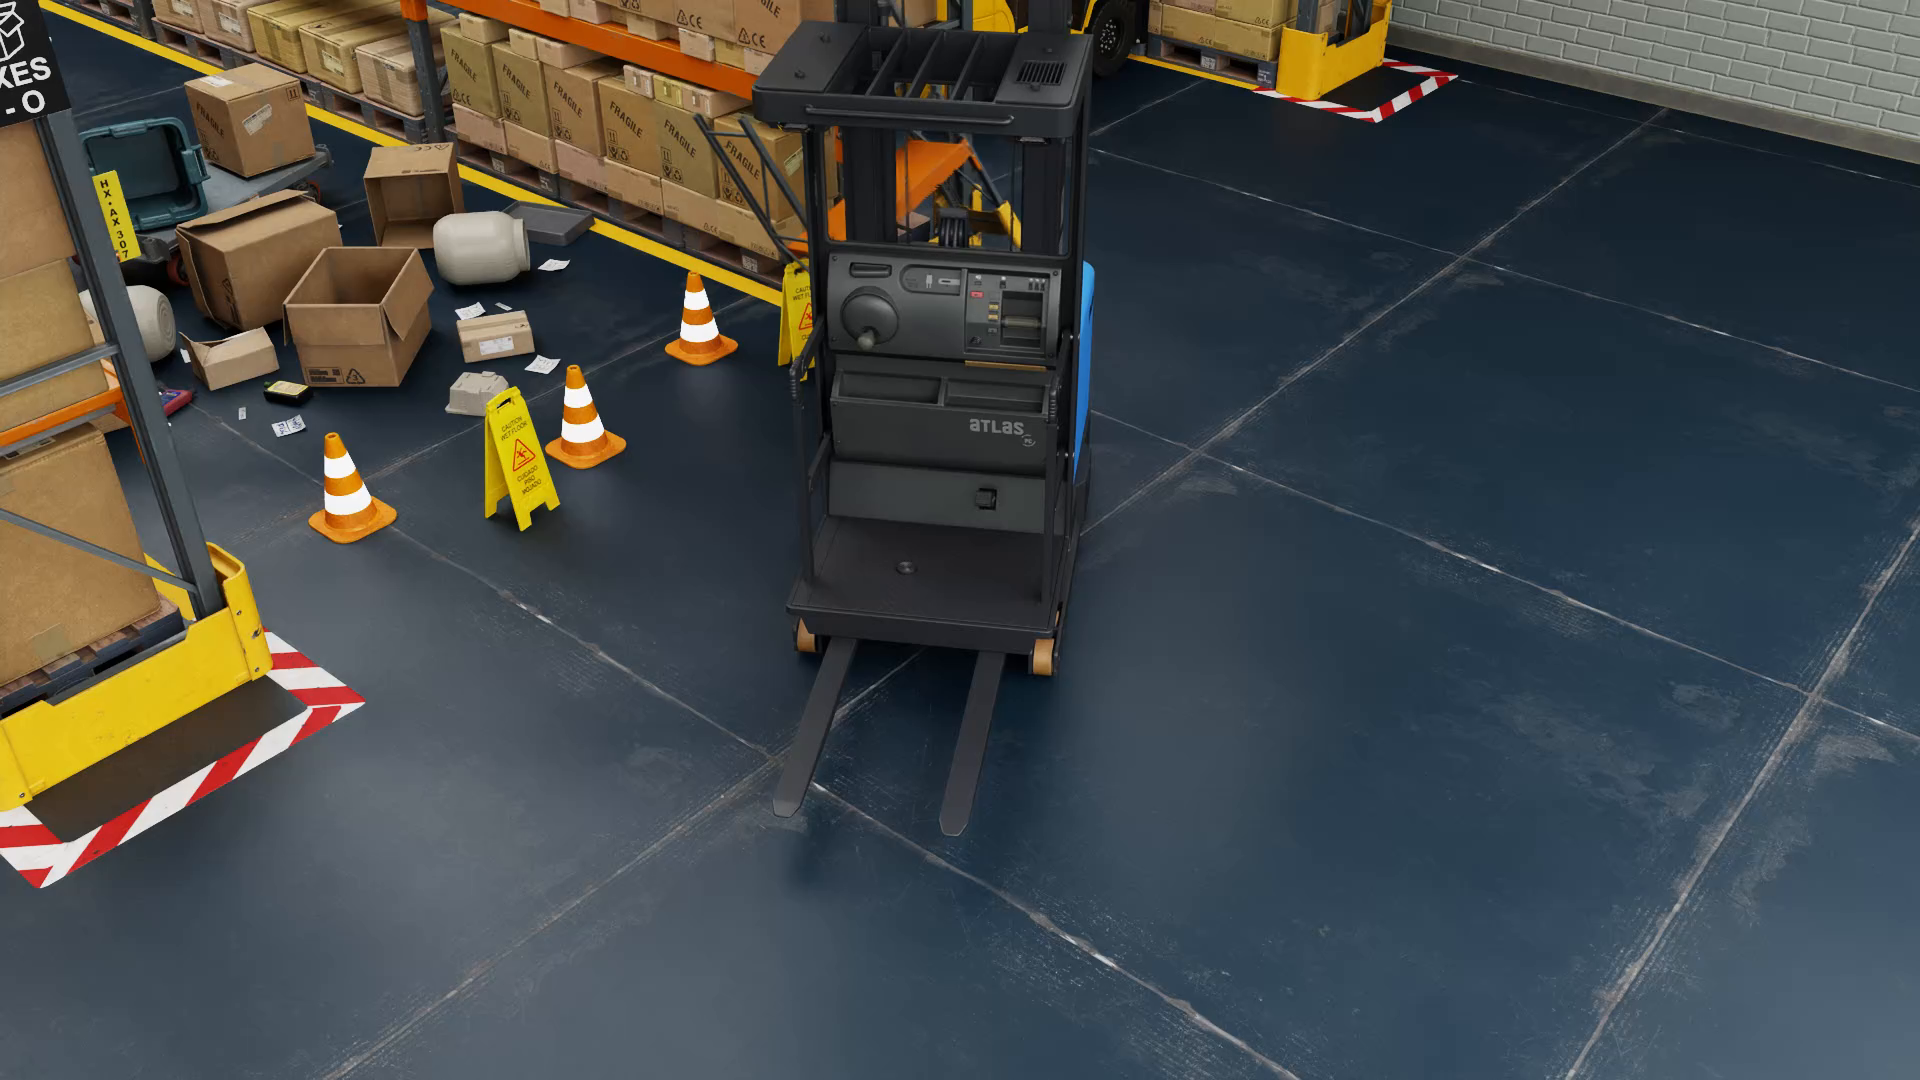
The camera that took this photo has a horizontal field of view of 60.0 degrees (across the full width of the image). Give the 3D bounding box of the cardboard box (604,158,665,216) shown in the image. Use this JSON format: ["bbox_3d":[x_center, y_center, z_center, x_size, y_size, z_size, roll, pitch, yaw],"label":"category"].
[{"bbox_3d":[-1.882,-2.307,10.518,0.500,0.250,0.500,24,41,30],"label":"cardboard box"}]

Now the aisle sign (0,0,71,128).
[{"bbox_3d":[-3.133,-1.700,5.279,0.004,0.787,0.394,25,42,32],"label":"aisle sign"}]

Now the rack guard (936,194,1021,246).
[{"bbox_3d":[0.115,-1.766,9.144,0.087,0.250,0.587,-45,35,-18],"label":"rack guard"}]

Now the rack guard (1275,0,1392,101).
[{"bbox_3d":[2.901,-3.835,12.893,0.348,0.500,1.175,25,42,32],"label":"rack guard"}]

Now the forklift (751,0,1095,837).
[{"bbox_3d":[-0.097,-0.860,6.413,1.130,2.935,3.031,5,35,7],"label":"forklift"}]

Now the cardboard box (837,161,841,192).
[{"bbox_3d":[-0.752,-2.483,10.112,0.500,0.500,0.500,24,41,30],"label":"cardboard box"}]

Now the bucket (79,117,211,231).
[{"bbox_3d":[-4.874,-2.203,9.857,0.726,0.611,0.620,-18,28,-25],"label":"bucket"}]

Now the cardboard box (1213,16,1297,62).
[{"bbox_3d":[2.319,-3.947,12.905,0.500,0.250,0.500,26,42,32],"label":"cardboard box"}]

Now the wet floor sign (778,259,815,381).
[{"bbox_3d":[-0.829,-1.209,8.940,0.267,0.644,0.232,-18,38,-25],"label":"wet floor sign"}]

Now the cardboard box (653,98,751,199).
[{"bbox_3d":[-1.476,-2.427,10.029,0.500,0.500,0.500,27,43,33],"label":"cardboard box"}]

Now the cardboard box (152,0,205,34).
[{"bbox_3d":[-6.011,-4.492,13.592,0.625,0.372,0.950,22,40,29],"label":"cardboard box"}]

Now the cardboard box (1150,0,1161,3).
[{"bbox_3d":[1.520,-4.525,13.305,0.500,0.250,0.500,24,41,31],"label":"cardboard box"}]

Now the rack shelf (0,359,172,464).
[{"bbox_3d":[-4.917,-0.951,7.121,4.000,0.370,1.077,25,42,32],"label":"rack shelf"}]

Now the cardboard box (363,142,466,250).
[{"bbox_3d":[-3.412,-2.153,10.441,0.500,0.500,0.500,-6,35,-8],"label":"cardboard box"}]

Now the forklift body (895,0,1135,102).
[{"bbox_3d":[0.258,-4.418,12.283,1.214,2.155,2.313,25,42,32],"label":"forklift body"}]

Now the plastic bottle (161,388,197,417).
[{"bbox_3d":[-4.160,-0.728,8.756,0.133,0.061,0.283,12,36,16],"label":"plastic bottle"}]

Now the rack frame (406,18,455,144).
[{"bbox_3d":[-3.364,-4.162,11.161,0.127,3.000,1.000,25,42,32],"label":"rack frame"}]

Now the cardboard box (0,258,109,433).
[{"bbox_3d":[-3.694,-0.700,5.987,0.550,0.550,0.875,25,42,32],"label":"cardboard box"}]

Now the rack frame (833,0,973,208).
[{"bbox_3d":[-0.290,-2.714,9.052,0.127,3.000,1.000,25,42,32],"label":"rack frame"}]

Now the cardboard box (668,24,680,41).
[{"bbox_3d":[-1.488,-3.032,9.737,0.250,0.149,0.380,26,42,32],"label":"cardboard box"}]

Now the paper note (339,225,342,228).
[{"bbox_3d":[-4.049,-2.004,10.642,0.142,0.019,0.148,25,42,32],"label":"paper note"}]

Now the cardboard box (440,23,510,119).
[{"bbox_3d":[-3.084,-3.180,11.126,0.500,0.500,0.500,27,43,34],"label":"cardboard box"}]

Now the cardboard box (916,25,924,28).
[{"bbox_3d":[-0.419,-2.823,9.433,0.250,0.149,0.380,25,42,32],"label":"cardboard box"}]

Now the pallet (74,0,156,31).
[{"bbox_3d":[-6.996,-4.780,14.524,1.213,0.211,1.003,25,42,32],"label":"pallet"}]

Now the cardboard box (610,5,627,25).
[{"bbox_3d":[-1.877,-3.215,10.003,0.250,0.149,0.380,25,42,32],"label":"cardboard box"}]

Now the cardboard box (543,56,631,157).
[{"bbox_3d":[-2.267,-2.803,10.577,0.500,0.500,0.500,28,43,34],"label":"cardboard box"}]

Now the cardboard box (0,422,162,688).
[{"bbox_3d":[-3.943,-0.038,6.661,0.875,0.875,0.875,26,42,32],"label":"cardboard box"}]

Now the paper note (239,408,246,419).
[{"bbox_3d":[-3.758,-0.663,8.706,0.032,0.001,0.123,-12,36,-17],"label":"paper note"}]

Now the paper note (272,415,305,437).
[{"bbox_3d":[-3.467,-0.590,8.584,0.144,0.017,0.142,-18,38,-25],"label":"paper note"}]

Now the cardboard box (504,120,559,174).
[{"bbox_3d":[-2.666,-2.682,11.064,0.500,0.250,0.500,28,43,34],"label":"cardboard box"}]

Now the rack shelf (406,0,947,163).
[{"bbox_3d":[-1.827,-3.141,10.310,4.000,0.370,1.077,25,42,32],"label":"rack shelf"}]

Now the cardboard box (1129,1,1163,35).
[{"bbox_3d":[1.565,-4.316,13.443,0.500,0.250,0.500,26,42,32],"label":"cardboard box"}]

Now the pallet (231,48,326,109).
[{"bbox_3d":[-4.906,-3.736,13.004,1.213,0.211,1.003,25,42,32],"label":"pallet"}]

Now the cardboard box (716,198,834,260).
[{"bbox_3d":[-1.102,-1.938,9.980,0.500,0.250,0.500,25,42,32],"label":"cardboard box"}]

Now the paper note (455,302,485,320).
[{"bbox_3d":[-2.847,-1.334,9.676,0.148,0.019,0.142,-18,38,-25],"label":"paper note"}]

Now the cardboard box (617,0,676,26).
[{"bbox_3d":[-1.648,-3.320,9.584,0.500,0.500,0.500,25,42,32],"label":"cardboard box"}]

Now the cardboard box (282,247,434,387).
[{"bbox_3d":[-3.260,-1.219,9.081,0.637,0.503,0.797,0,34,0],"label":"cardboard box"}]

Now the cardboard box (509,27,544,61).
[{"bbox_3d":[-2.630,-3.191,10.569,0.250,0.149,0.380,27,43,33],"label":"cardboard box"}]

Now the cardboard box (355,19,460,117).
[{"bbox_3d":[-3.769,-3.441,12.061,0.625,0.372,0.950,26,42,32],"label":"cardboard box"}]

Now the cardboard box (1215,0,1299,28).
[{"bbox_3d":[2.309,-4.161,12.775,0.500,0.250,0.500,25,41,31],"label":"cardboard box"}]

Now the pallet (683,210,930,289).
[{"bbox_3d":[-0.950,-1.901,10.332,1.213,0.211,1.003,25,42,32],"label":"pallet"}]

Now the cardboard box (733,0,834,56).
[{"bbox_3d":[-0.884,-2.954,9.051,0.500,0.500,0.500,24,41,31],"label":"cardboard box"}]

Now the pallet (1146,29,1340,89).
[{"bbox_3d":[2.268,-3.984,13.364,1.213,0.211,1.003,25,42,32],"label":"pallet"}]

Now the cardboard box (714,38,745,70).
[{"bbox_3d":[-1.164,-2.798,9.397,0.250,0.149,0.380,24,41,31],"label":"cardboard box"}]

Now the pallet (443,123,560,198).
[{"bbox_3d":[-2.826,-2.785,11.619,1.213,0.211,1.003,25,42,32],"label":"pallet"}]

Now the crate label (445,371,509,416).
[{"bbox_3d":[-2.539,-0.780,8.765,0.298,0.136,0.250,6,35,8],"label":"crate label"}]

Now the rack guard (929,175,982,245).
[{"bbox_3d":[-0.349,-1.711,9.799,0.348,0.500,1.175,25,42,32],"label":"rack guard"}]

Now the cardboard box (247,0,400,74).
[{"bbox_3d":[-4.859,-3.951,12.804,0.625,0.372,0.950,27,43,33],"label":"cardboard box"}]

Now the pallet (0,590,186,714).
[{"bbox_3d":[-4.044,0.371,7.024,1.213,0.211,1.003,25,42,32],"label":"pallet"}]

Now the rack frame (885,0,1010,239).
[{"bbox_3d":[-0.156,-2.218,8.807,0.032,1.500,0.500,-45,35,-18],"label":"rack frame"}]

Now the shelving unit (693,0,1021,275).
[{"bbox_3d":[-0.500,-1.868,8.644,1.083,1.500,0.587,-45,35,-18],"label":"shelving unit"}]

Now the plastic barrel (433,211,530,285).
[{"bbox_3d":[-2.846,-1.741,9.911,0.512,0.421,0.421,-6,35,-8],"label":"plastic barrel"}]

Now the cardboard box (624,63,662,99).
[{"bbox_3d":[-1.791,-2.799,9.998,0.250,0.149,0.380,27,43,34],"label":"cardboard box"}]

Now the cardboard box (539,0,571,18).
[{"bbox_3d":[-2.350,-3.338,10.183,0.250,0.149,0.380,25,42,32],"label":"cardboard box"}]

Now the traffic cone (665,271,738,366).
[{"bbox_3d":[-1.446,-1.262,9.179,0.334,0.463,0.336,25,42,32],"label":"traffic cone"}]

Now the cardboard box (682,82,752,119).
[{"bbox_3d":[-1.398,-2.610,9.724,0.250,0.149,0.380,27,43,33],"label":"cardboard box"}]

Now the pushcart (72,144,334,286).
[{"bbox_3d":[-4.785,-2.071,10.433,0.936,0.377,1.648,12,36,16],"label":"pushcart"}]

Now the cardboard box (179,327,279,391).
[{"bbox_3d":[-3.954,-1.024,9.006,0.396,0.266,0.258,-26,42,-32],"label":"cardboard box"}]
